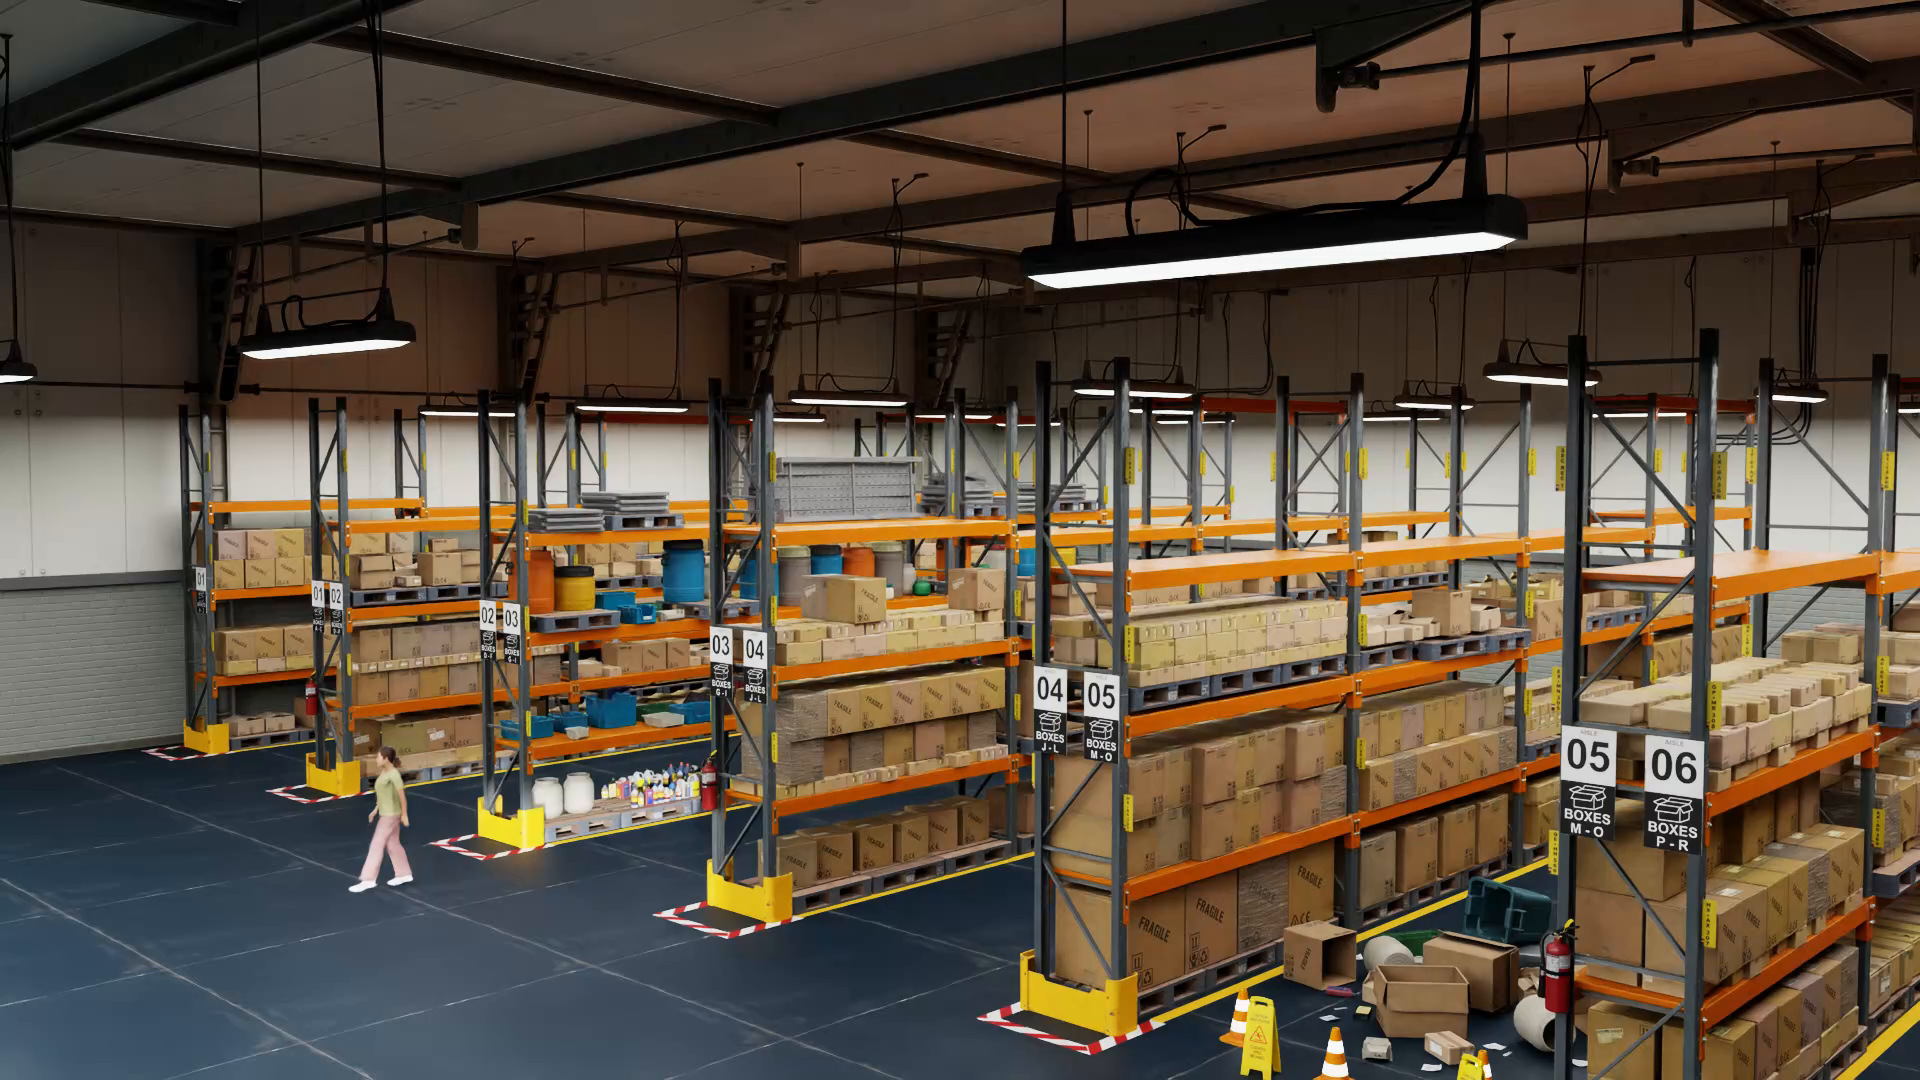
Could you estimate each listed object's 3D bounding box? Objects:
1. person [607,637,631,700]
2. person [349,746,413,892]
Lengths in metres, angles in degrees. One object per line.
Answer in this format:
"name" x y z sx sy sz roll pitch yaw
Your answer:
"person" -6.873 2.591 33.321 0.461 1.623 0.537 -2 3 -30
"person" -6.897 3.291 19.735 0.771 1.667 0.523 -2 3 -30
